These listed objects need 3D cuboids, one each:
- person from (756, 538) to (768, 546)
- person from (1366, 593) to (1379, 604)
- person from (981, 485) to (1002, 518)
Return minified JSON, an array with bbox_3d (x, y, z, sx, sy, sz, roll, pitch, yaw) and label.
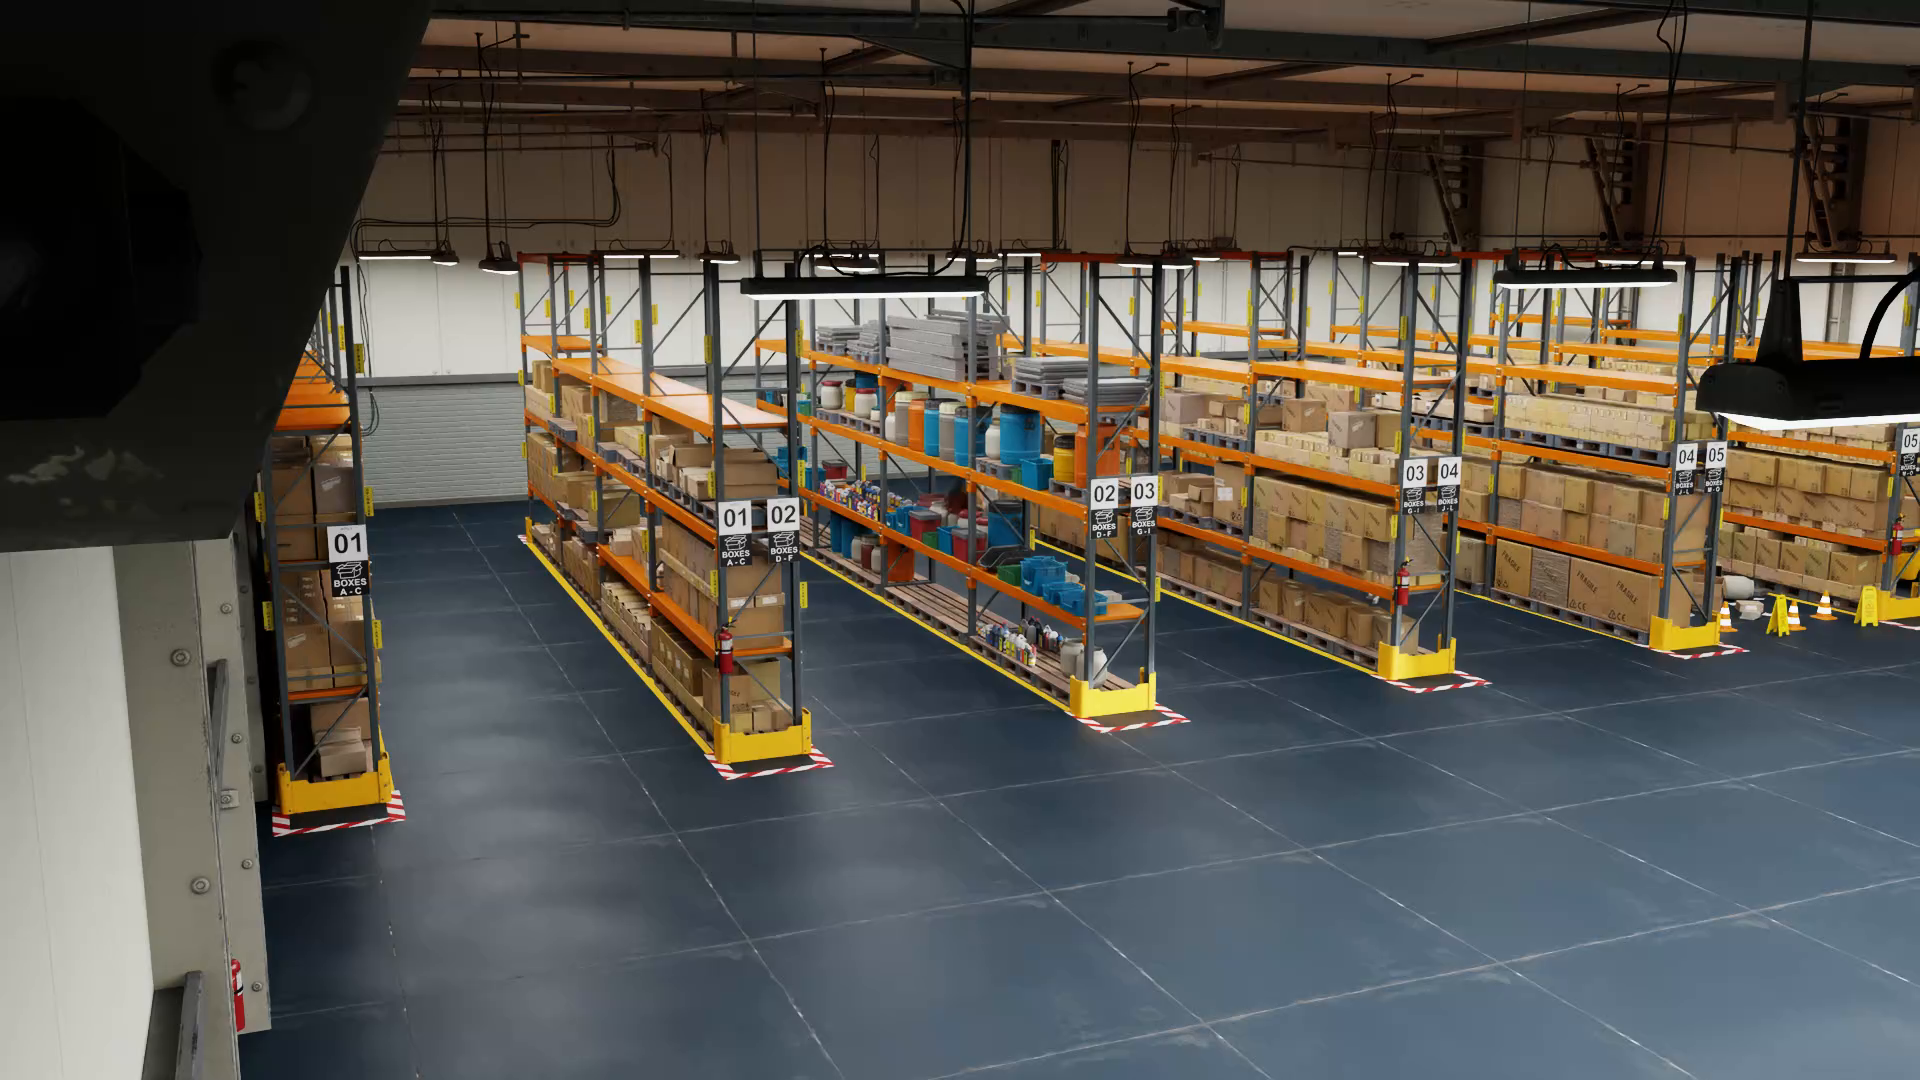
[{"bbox_3d":[-3.314,0.042,28.666,0.545,1.639,0.924,-5,12,-28],"label":"person"},{"bbox_3d":[7.264,0.283,29.115,0.425,1.619,0.487,7,12,33],"label":"person"},{"bbox_3d":[0.668,-0.748,34.576,0.497,1.627,1.004,-3,11,-16],"label":"person"}]
